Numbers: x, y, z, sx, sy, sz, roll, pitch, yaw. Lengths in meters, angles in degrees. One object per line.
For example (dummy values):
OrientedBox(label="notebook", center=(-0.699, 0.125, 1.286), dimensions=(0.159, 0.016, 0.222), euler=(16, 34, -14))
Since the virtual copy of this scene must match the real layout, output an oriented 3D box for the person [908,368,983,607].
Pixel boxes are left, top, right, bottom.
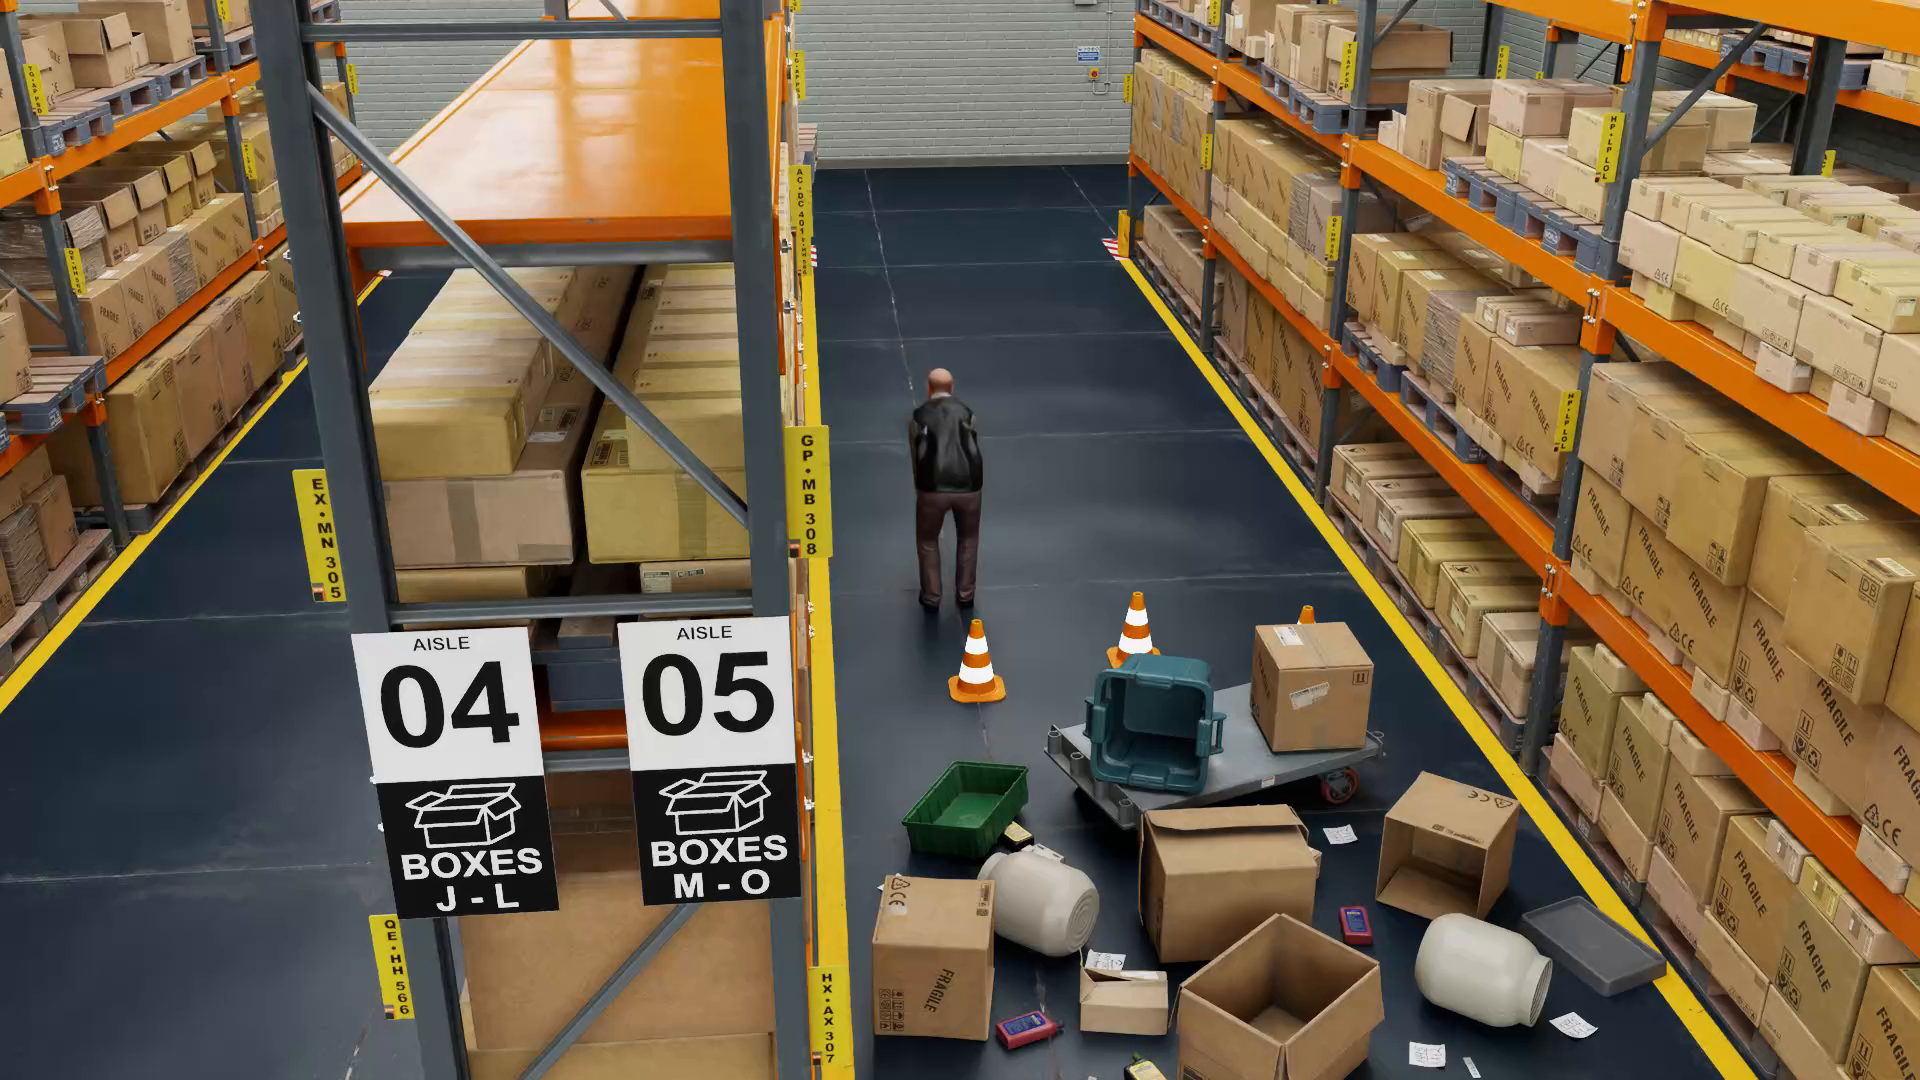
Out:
OrientedBox(label="person", center=(-0.101, -0.351, 11.085), dimensions=(0.467, 1.485, 0.741), euler=(-3, 24, -6))
